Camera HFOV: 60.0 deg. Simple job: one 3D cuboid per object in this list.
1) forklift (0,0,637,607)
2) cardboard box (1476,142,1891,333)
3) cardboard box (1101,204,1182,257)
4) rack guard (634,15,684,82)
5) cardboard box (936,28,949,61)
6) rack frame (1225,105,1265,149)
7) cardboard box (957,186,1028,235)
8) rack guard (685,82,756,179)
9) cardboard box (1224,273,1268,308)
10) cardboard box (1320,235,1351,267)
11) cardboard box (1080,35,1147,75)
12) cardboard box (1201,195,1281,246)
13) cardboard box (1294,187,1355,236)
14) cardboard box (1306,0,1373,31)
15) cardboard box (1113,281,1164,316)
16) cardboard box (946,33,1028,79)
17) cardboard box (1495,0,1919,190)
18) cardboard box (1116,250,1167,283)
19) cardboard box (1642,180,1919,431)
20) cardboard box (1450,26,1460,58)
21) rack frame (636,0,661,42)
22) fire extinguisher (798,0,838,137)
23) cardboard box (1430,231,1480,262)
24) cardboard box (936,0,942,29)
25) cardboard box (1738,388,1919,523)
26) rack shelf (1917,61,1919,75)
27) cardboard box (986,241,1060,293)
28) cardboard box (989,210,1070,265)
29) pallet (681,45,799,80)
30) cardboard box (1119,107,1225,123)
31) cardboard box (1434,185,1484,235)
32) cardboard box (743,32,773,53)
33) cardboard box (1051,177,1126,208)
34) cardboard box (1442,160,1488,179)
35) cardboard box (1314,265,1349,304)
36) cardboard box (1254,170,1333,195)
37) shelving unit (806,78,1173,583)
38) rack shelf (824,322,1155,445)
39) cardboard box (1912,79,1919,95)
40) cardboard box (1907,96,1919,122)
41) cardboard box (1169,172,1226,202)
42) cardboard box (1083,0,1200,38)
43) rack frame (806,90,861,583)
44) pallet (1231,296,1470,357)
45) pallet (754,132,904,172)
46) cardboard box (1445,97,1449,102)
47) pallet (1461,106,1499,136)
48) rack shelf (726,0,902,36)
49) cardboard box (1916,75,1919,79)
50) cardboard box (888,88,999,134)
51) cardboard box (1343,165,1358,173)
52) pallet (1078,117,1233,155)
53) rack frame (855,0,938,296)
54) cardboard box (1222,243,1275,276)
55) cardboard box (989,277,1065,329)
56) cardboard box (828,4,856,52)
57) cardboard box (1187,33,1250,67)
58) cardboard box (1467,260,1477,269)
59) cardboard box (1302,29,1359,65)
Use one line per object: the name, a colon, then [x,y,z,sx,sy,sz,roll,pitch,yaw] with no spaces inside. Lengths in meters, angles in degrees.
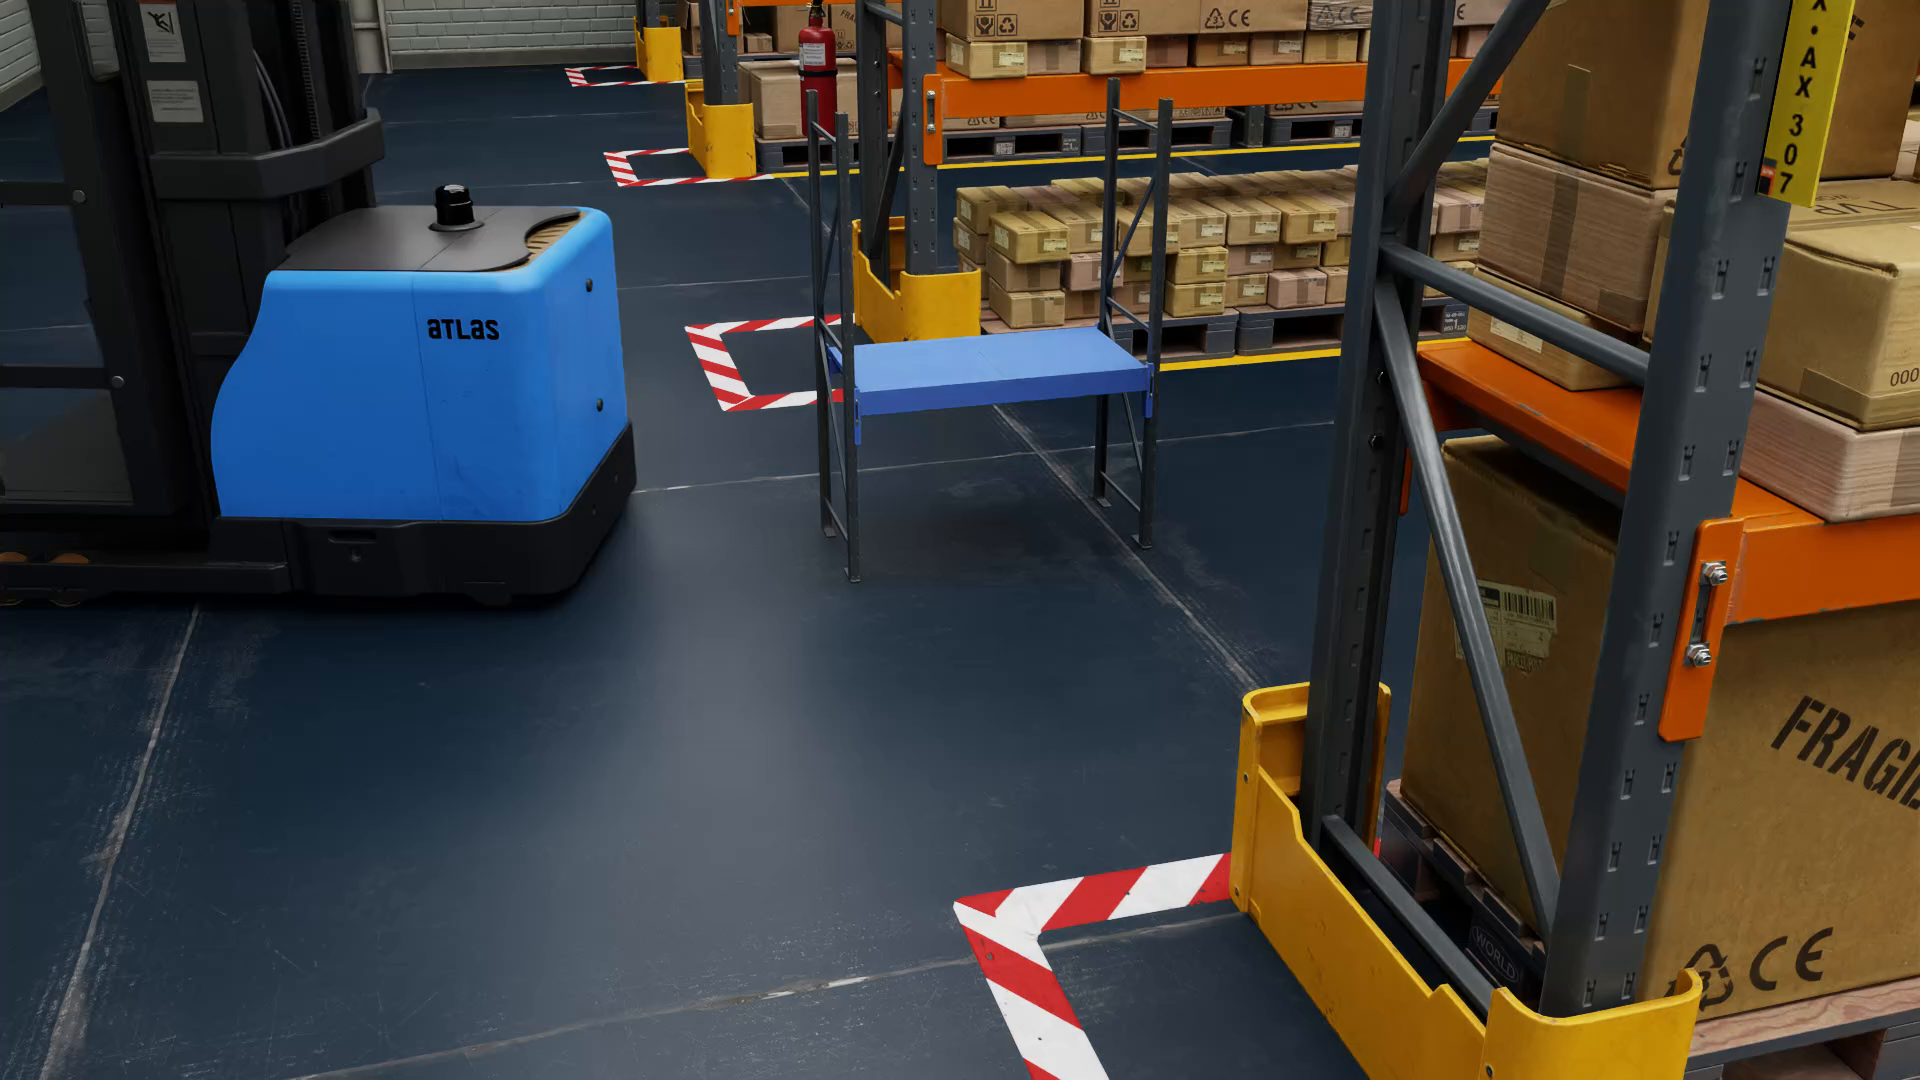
forklift: [-2.706,-1.342,5.161,3.031,2.935,1.130,1,23,2]
cardboard box: [1.348,-0.598,3.153,0.500,0.250,0.500,-7,24,-15]
cardboard box: [0.817,-1.408,7.556,0.250,0.149,0.380,-6,24,-15]
rack guard: [-2.995,-4.884,16.498,0.348,0.500,1.175,-6,24,-14]
cardboard box: [-0.052,-2.298,7.621,0.250,0.149,0.380,-6,24,-14]
rack frame: [2.127,-4.566,12.588,0.127,3.000,1.000,-6,24,-14]
cardboard box: [0.151,-1.581,7.958,0.250,0.149,0.380,-6,24,-14]
rack guard: [-1.747,-2.989,12.082,0.348,0.500,1.175,-6,24,-14]
cardboard box: [1.264,-1.226,7.886,0.250,0.149,0.380,-6,24,-14]
cardboard box: [1.794,-1.437,8.001,0.250,0.149,0.380,-5,24,-12]
cardboard box: [0.618,-2.118,7.200,0.250,0.149,0.380,-7,24,-16]
cardboard box: [1.303,-1.492,7.751,0.250,0.149,0.380,-5,24,-12]
cardboard box: [1.784,-1.566,7.923,0.250,0.149,0.380,-6,24,-14]
cardboard box: [1.690,-2.568,7.427,0.500,0.500,0.500,-7,24,-16]
cardboard box: [0.768,-1.177,7.772,0.250,0.149,0.380,-6,24,-14]
cardboard box: [0.111,-2.066,7.080,0.250,0.149,0.380,-7,24,-15]
cardboard box: [1.351,-0.942,3.003,0.500,0.500,0.500,-6,24,-14]
cardboard box: [0.775,-1.317,7.721,0.250,0.149,0.380,-6,24,-14]
cardboard box: [1.488,-0.394,2.678,0.500,0.250,0.500,-7,24,-16]
cardboard box: [2.090,-2.323,7.679,0.250,0.149,0.380,-7,24,-15]
rack frame: [-3.069,-6.024,15.986,0.127,3.000,1.000,-6,24,-14]
fire extinguisher: [-0.657,-2.213,7.675,0.183,0.674,0.296,-6,24,-14]
cardboard box: [2.326,-1.470,8.078,0.250,0.149,0.380,-6,24,-13]
cardboard box: [0.073,-2.600,7.501,0.500,0.500,0.500,-6,24,-13]
cardboard box: [1.384,-0.175,2.673,0.250,0.149,0.380,-6,24,-14]
rack shelf: [5.487,-2.580,8.872,4.000,0.370,1.077,-6,24,-14]
cardboard box: [0.284,-1.250,7.564,0.250,0.149,0.380,-5,24,-12]
cardboard box: [0.306,-1.355,7.432,0.250,0.149,0.380,-7,24,-17]
pallet: [-2.228,-4.836,16.754,1.213,0.211,1.003,-6,24,-14]
cardboard box: [1.494,-3.556,12.950,0.875,0.438,0.875,-7,24,-15]
cardboard box: [2.309,-1.584,7.966,0.250,0.149,0.380,-8,24,-17]
cardboard box: [-2.035,-4.967,16.605,0.250,0.149,0.380,-7,24,-16]
cardboard box: [0.624,-1.661,8.147,0.250,0.149,0.380,-7,24,-16]
cardboard box: [2.662,-1.844,8.571,0.250,0.149,0.380,-7,24,-15]
cardboard box: [1.787,-1.259,7.963,0.250,0.149,0.380,-6,24,-14]
cardboard box: [1.662,-1.739,8.328,0.250,0.149,0.380,-6,24,-14]
shelving unit: [0.082,-0.698,5.475,1.048,1.500,0.538,-6,24,-14]
rack shelf: [0.082,-0.533,5.546,1.000,0.185,0.538,-6,24,-14]
cardboard box: [5.214,-2.373,9.164,0.500,0.250,0.500,-7,24,-17]
cardboard box: [4.856,-2.123,8.580,0.500,0.250,0.500,-6,24,-13]
cardboard box: [1.134,-1.715,8.271,0.250,0.149,0.380,-5,24,-12]
cardboard box: [0.726,-2.464,7.185,0.500,0.500,0.500,-6,24,-14]
rack frame: [-0.407,-0.644,5.349,0.032,1.500,0.500,-6,24,-14]
pallet: [1.748,-1.200,8.279,1.213,0.211,1.003,-6,24,-14]
pallet: [-0.976,-2.974,12.413,1.213,0.211,1.003,-6,24,-14]
cardboard box: [3.570,-3.979,13.380,0.875,0.875,0.875,-6,24,-13]
pallet: [4.026,-3.527,13.703,1.213,0.211,1.003,-6,24,-14]
rack shelf: [0.201,-4.023,12.234,4.000,0.370,1.077,-6,24,-14]
cardboard box: [7.965,-4.195,14.522,0.625,0.372,0.950,-6,24,-13]
cardboard box: [-0.237,-3.365,12.505,0.875,0.438,0.875,-6,24,-13]
cardboard box: [2.150,-1.811,8.495,0.250,0.149,0.380,-6,24,-13]
pallet: [1.374,-3.234,13.019,1.213,0.211,1.003,-6,24,-14]
rack frame: [-0.290,-2.272,7.241,0.127,3.000,1.000,-6,24,-14]
cardboard box: [1.281,-1.368,7.839,0.250,0.149,0.380,-7,24,-17]
cardboard box: [0.301,-1.089,7.567,0.250,0.149,0.380,-6,24,-13]
cardboard box: [-1.085,-5.193,16.685,0.500,0.500,0.500,-6,24,-13]
cardboard box: [1.098,-2.217,7.431,0.250,0.149,0.380,-7,24,-15]
cardboard box: [2.480,-1.379,8.243,0.250,0.149,0.380,-7,24,-16]
cardboard box: [1.599,-2.252,7.513,0.250,0.149,0.380,-5,24,-12]
